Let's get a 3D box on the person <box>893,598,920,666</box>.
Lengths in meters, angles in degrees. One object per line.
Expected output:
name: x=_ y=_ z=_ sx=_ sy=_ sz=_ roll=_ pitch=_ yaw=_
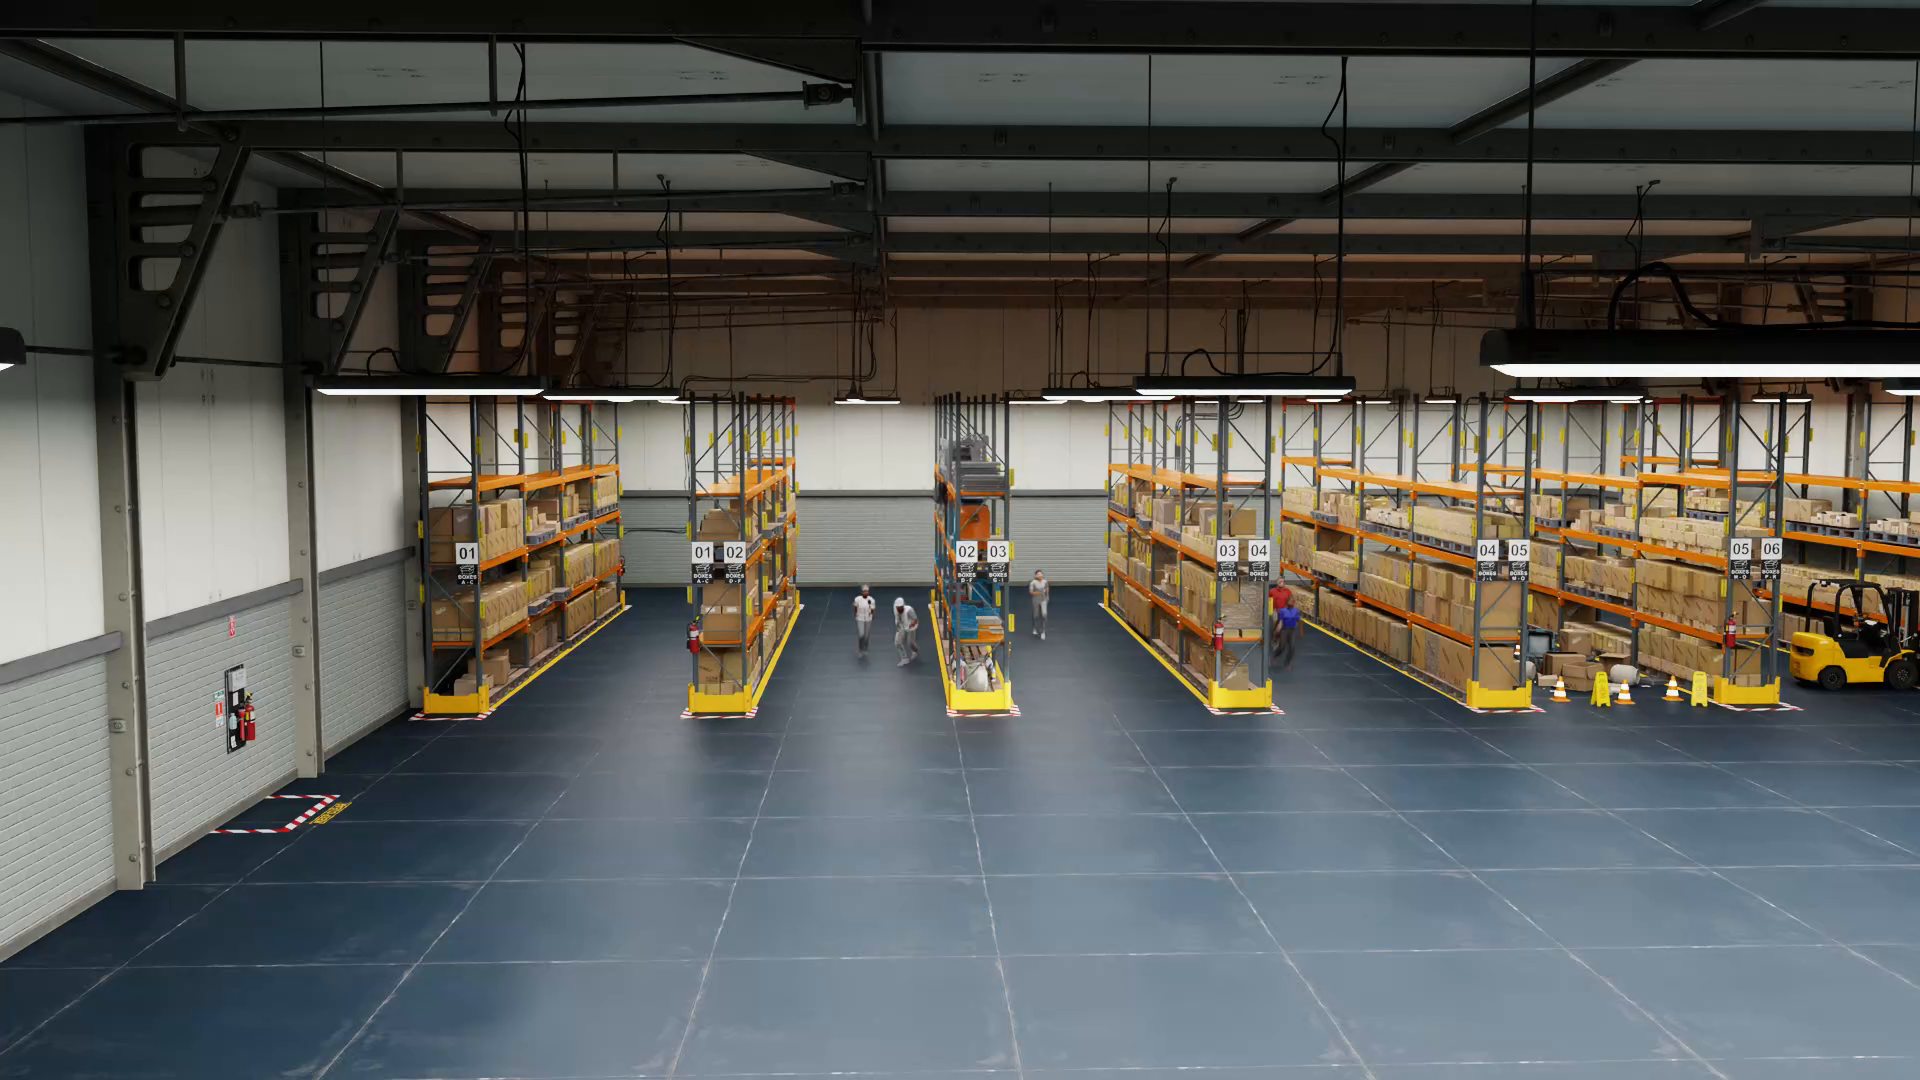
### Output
person: x=-1.144 y=2.005 z=36.987 sx=0.675 sy=1.547 sz=1.216 roll=2 pitch=5 yaw=27

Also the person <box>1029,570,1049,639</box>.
person: x=1.964 y=1.584 z=41.242 sx=0.538 sy=1.722 sz=0.838 roll=-1 pitch=5 yaw=-9

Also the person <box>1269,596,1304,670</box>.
person: x=7.106 y=2.012 z=36.213 sx=0.633 sy=1.620 sz=0.650 roll=0 pitch=5 yaw=-5

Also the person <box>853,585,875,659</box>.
person: x=-2.177 y=1.865 z=37.934 sx=0.487 sy=1.705 sz=0.802 roll=-1 pitch=5 yaw=-12

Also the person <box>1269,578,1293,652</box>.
person: x=7.482 y=1.764 z=38.861 sx=0.622 sy=1.767 sz=0.727 roll=-1 pitch=5 yaw=-13
